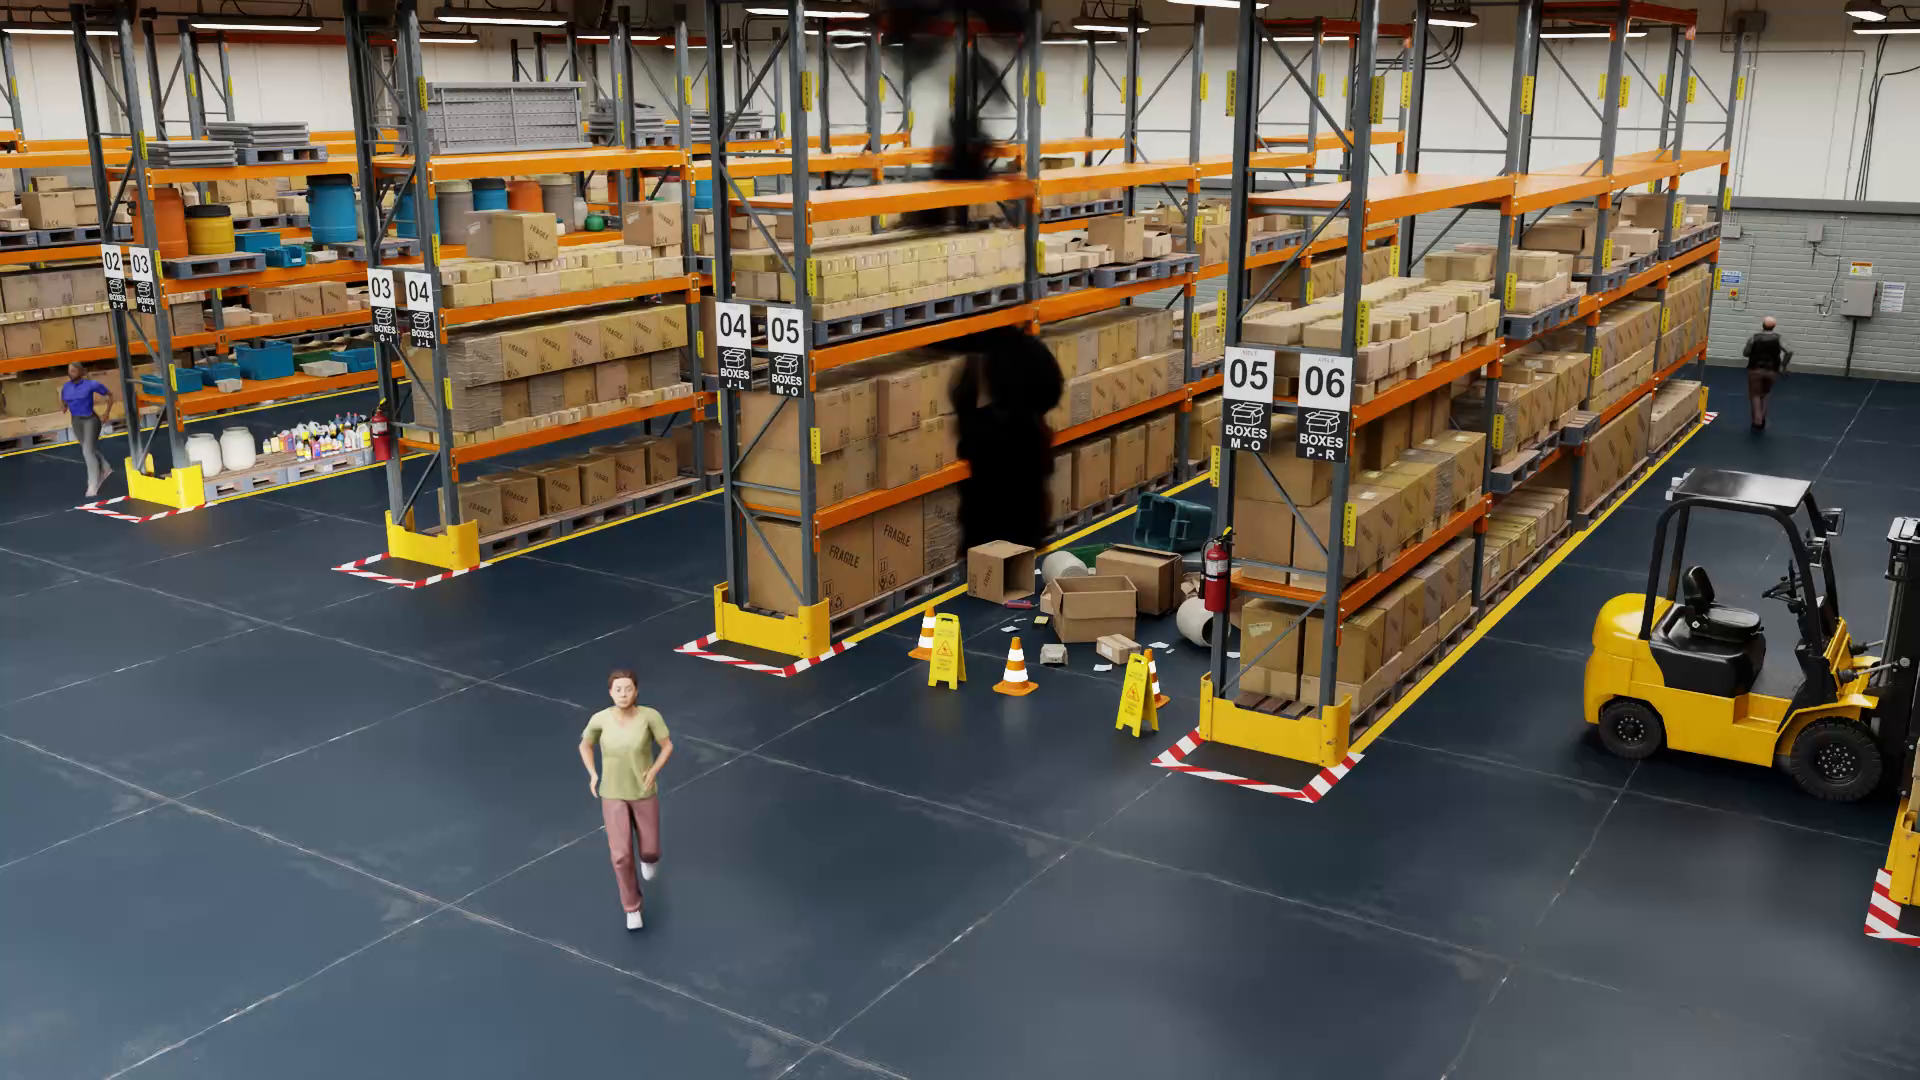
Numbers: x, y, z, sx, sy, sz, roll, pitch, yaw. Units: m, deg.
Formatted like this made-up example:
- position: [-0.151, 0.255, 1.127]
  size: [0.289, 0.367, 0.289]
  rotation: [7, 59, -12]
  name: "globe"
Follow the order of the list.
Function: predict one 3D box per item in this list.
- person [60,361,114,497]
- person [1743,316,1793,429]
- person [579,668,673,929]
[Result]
- position: [-11.194, -1.400, 21.386]
  size: [0.611, 1.620, 0.776]
  rotation: [3, 16, 9]
  name: "person"
- position: [12.044, -2.469, 24.937]
  size: [0.622, 1.777, 0.703]
  rotation: [3, 16, 12]
  name: "person"
- position: [-2.095, 1.582, 10.496]
  size: [0.584, 1.624, 0.702]
  rotation: [-3, 16, -9]
  name: "person"
